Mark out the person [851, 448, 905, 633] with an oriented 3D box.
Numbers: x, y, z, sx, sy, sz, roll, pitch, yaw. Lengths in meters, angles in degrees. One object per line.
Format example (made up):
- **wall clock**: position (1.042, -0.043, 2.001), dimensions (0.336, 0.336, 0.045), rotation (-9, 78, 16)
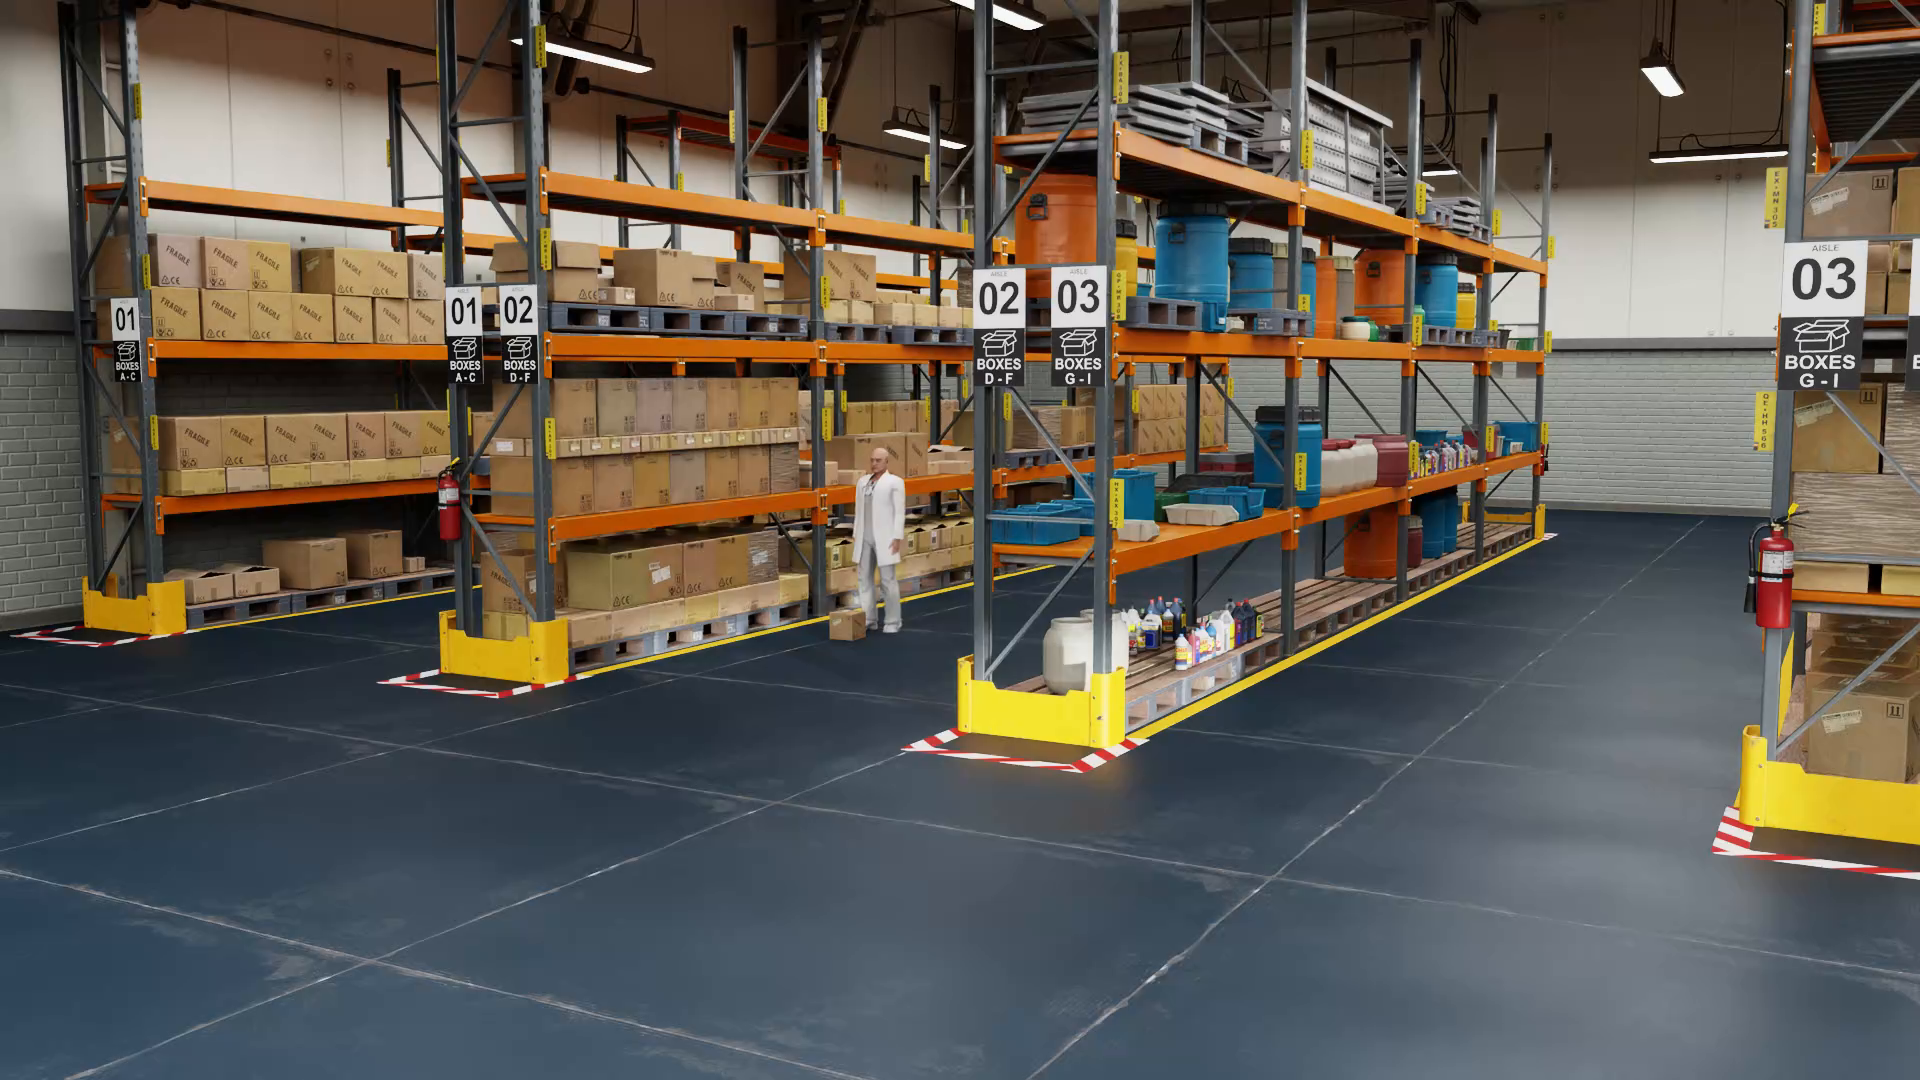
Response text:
- **person**: position (-0.793, 0.029, 16.083), dimensions (0.565, 1.837, 0.447), rotation (3, 7, 30)
